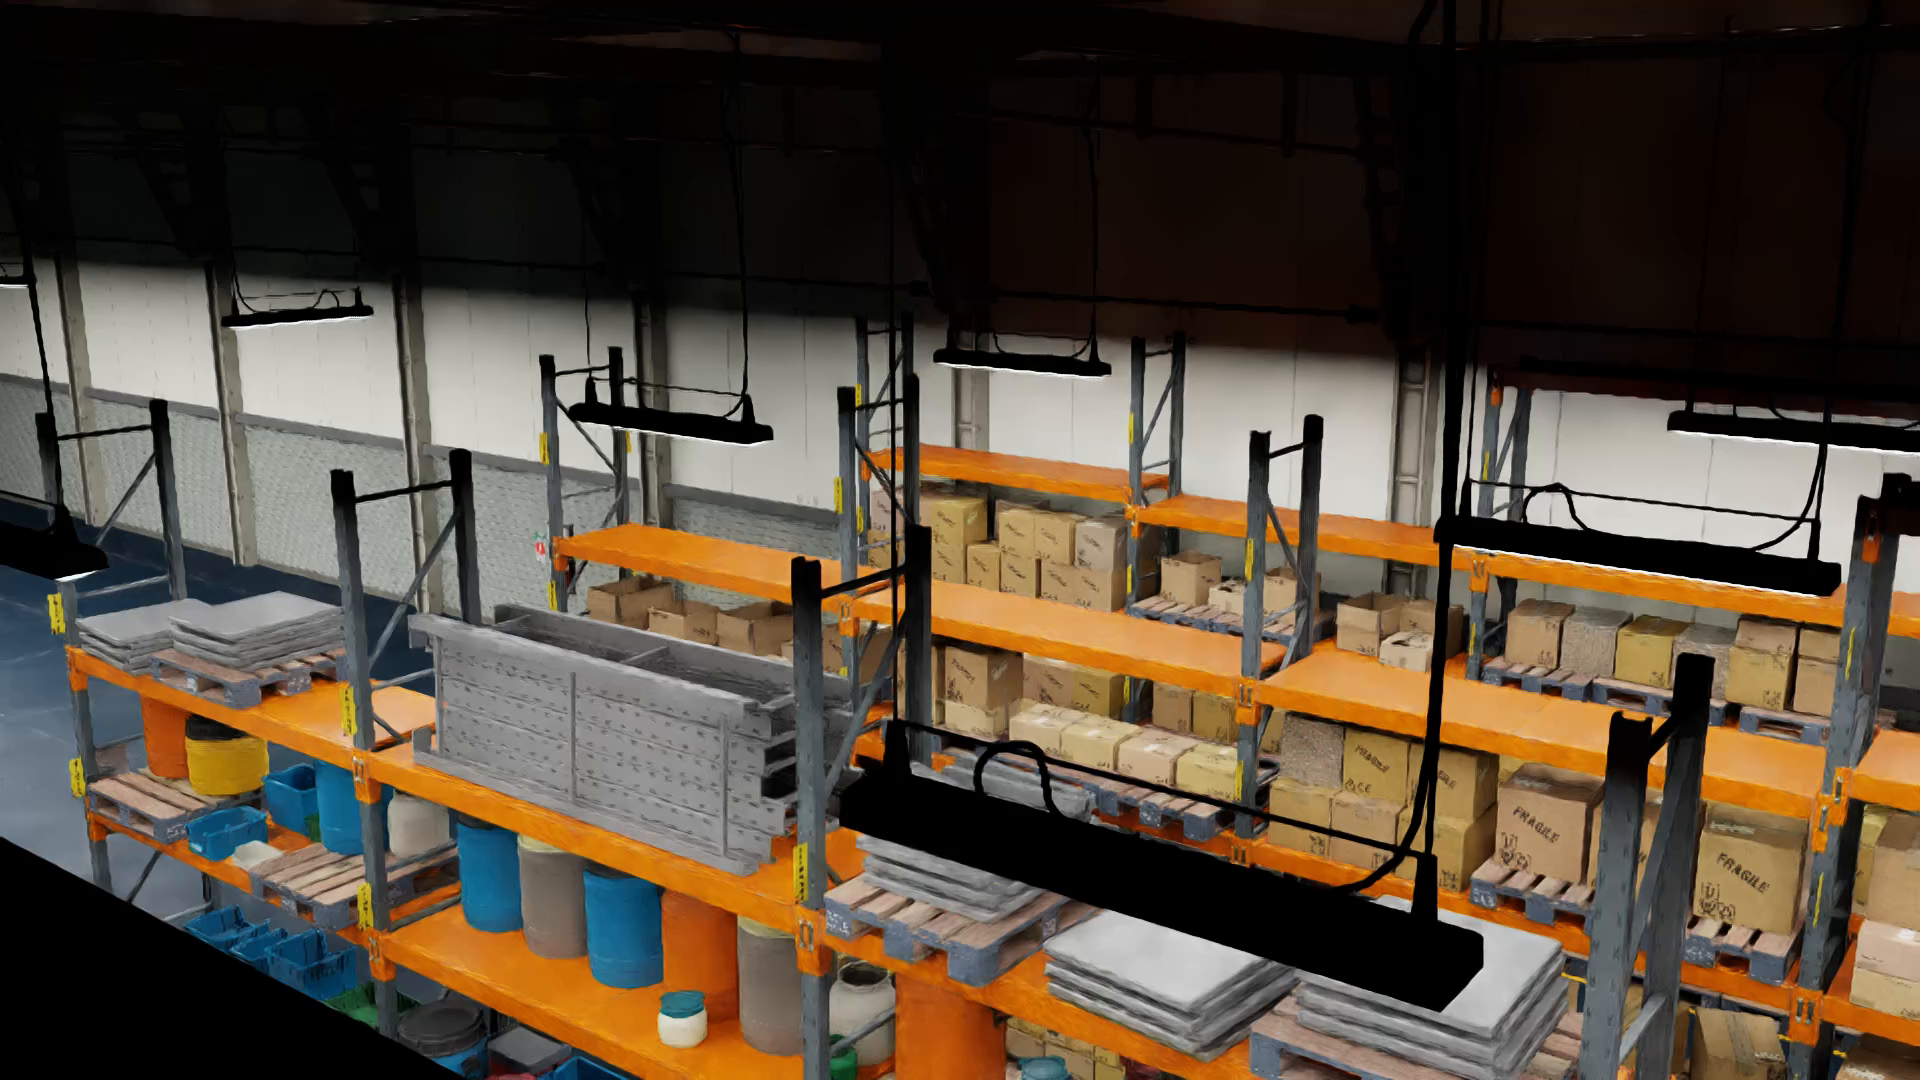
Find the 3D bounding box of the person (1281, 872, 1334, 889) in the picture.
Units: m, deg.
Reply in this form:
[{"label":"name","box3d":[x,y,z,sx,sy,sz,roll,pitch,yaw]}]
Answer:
[{"label":"person","box3d":[3.484,3.427,16.622,1.102,1.715,0.580,7,15,28]}]
